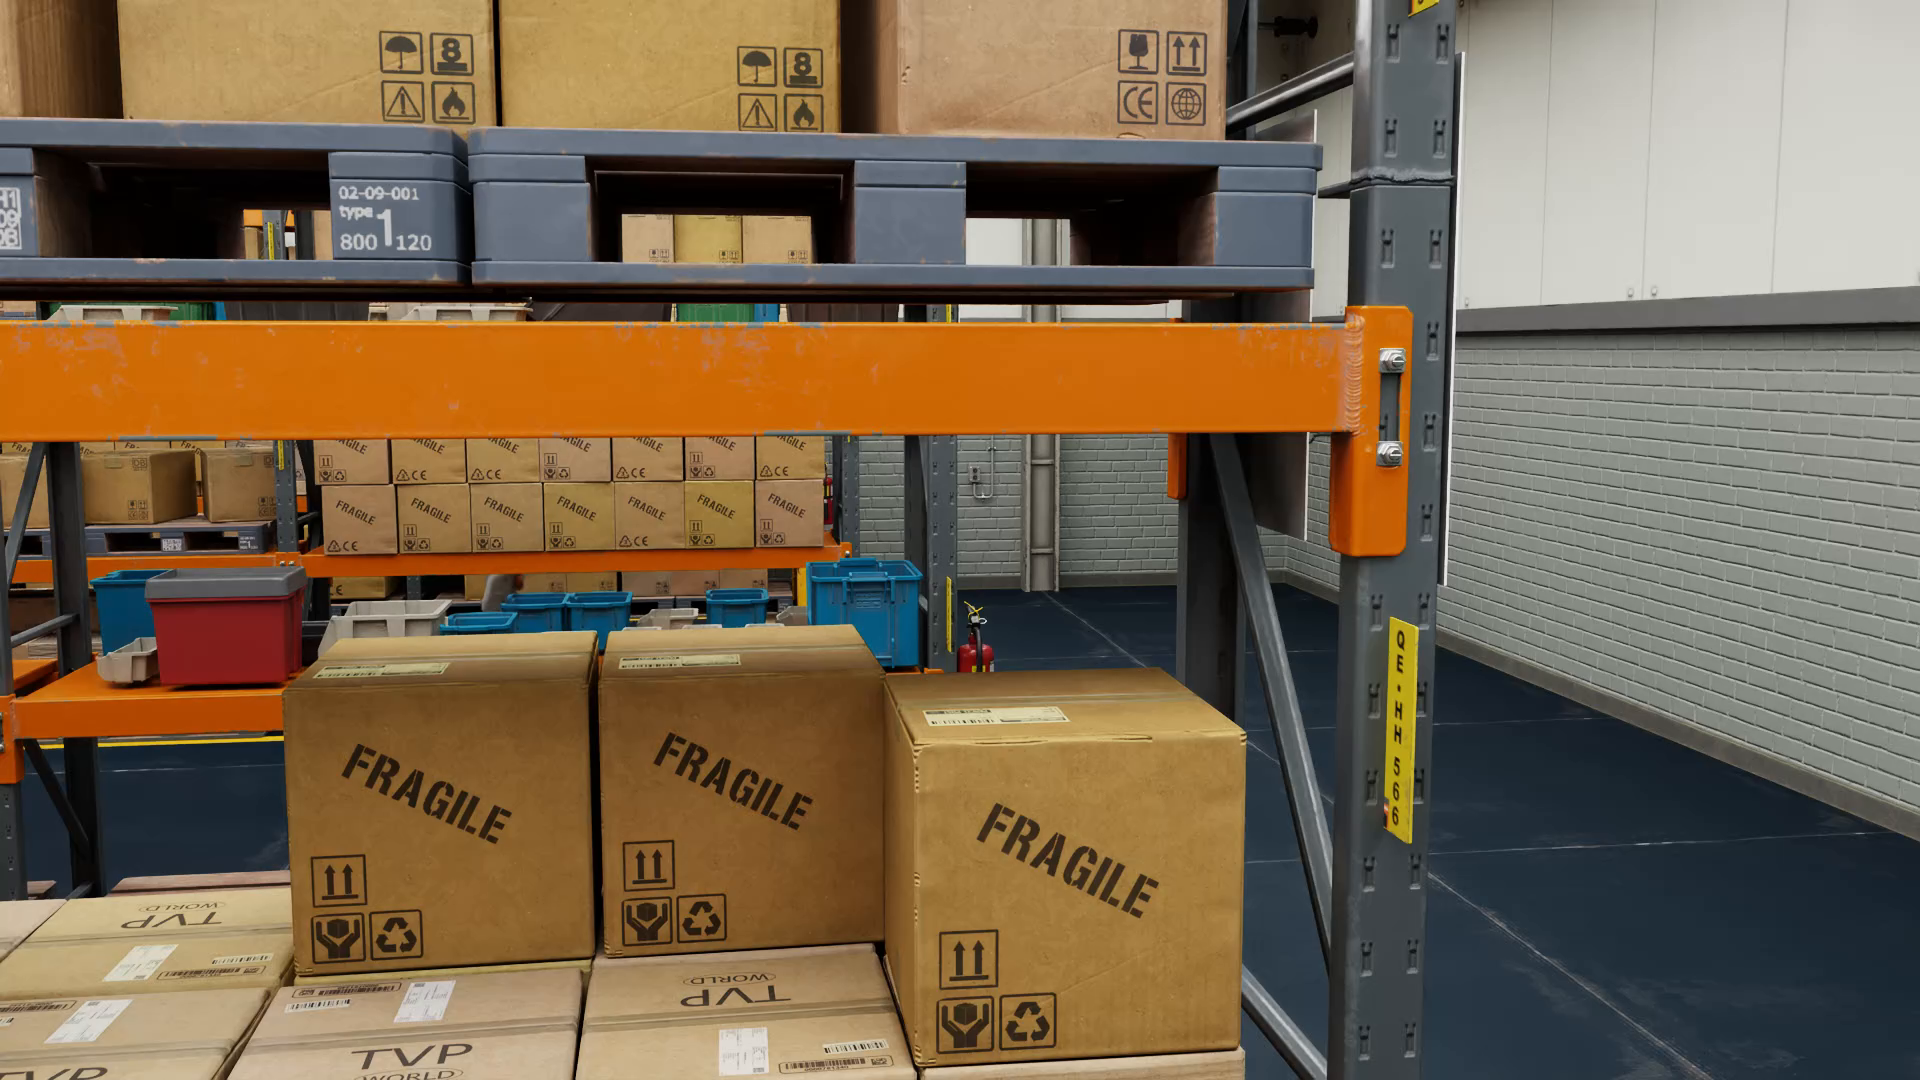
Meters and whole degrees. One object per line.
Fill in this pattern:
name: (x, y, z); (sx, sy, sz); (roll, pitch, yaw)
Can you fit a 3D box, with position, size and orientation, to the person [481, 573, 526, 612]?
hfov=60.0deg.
person: (-3.945, 0.299, 14.269); (0.443, 1.691, 0.515); (-4, 8, -31)
